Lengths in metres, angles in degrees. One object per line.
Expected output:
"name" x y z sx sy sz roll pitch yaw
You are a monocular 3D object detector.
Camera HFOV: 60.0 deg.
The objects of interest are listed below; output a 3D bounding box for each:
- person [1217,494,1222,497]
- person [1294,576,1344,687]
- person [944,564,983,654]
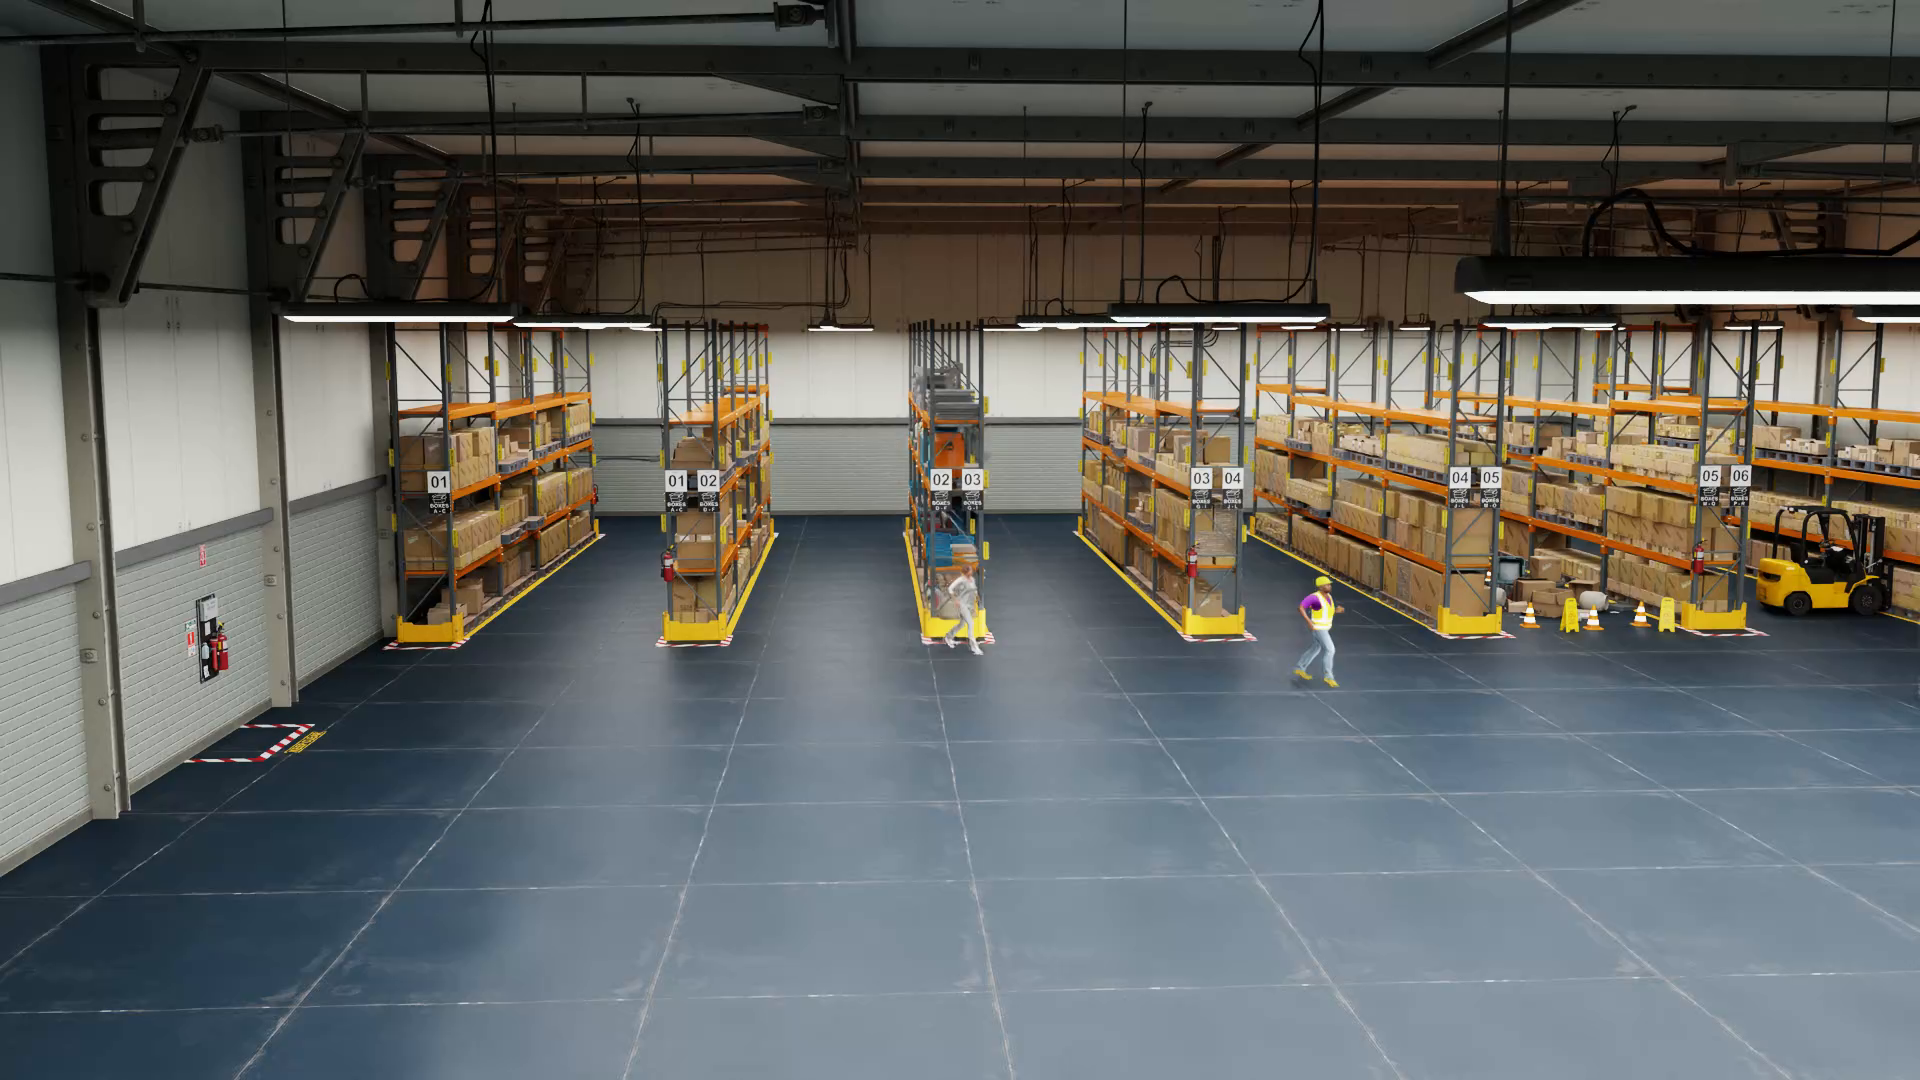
"person" 7.406 -1.014 48.218 0.824 1.619 0.661 -6 9 -39
"person" 5.904 1.490 27.305 0.806 1.828 0.666 4 8 29
"person" 0.095 1.224 29.986 0.878 1.579 0.546 4 8 32
